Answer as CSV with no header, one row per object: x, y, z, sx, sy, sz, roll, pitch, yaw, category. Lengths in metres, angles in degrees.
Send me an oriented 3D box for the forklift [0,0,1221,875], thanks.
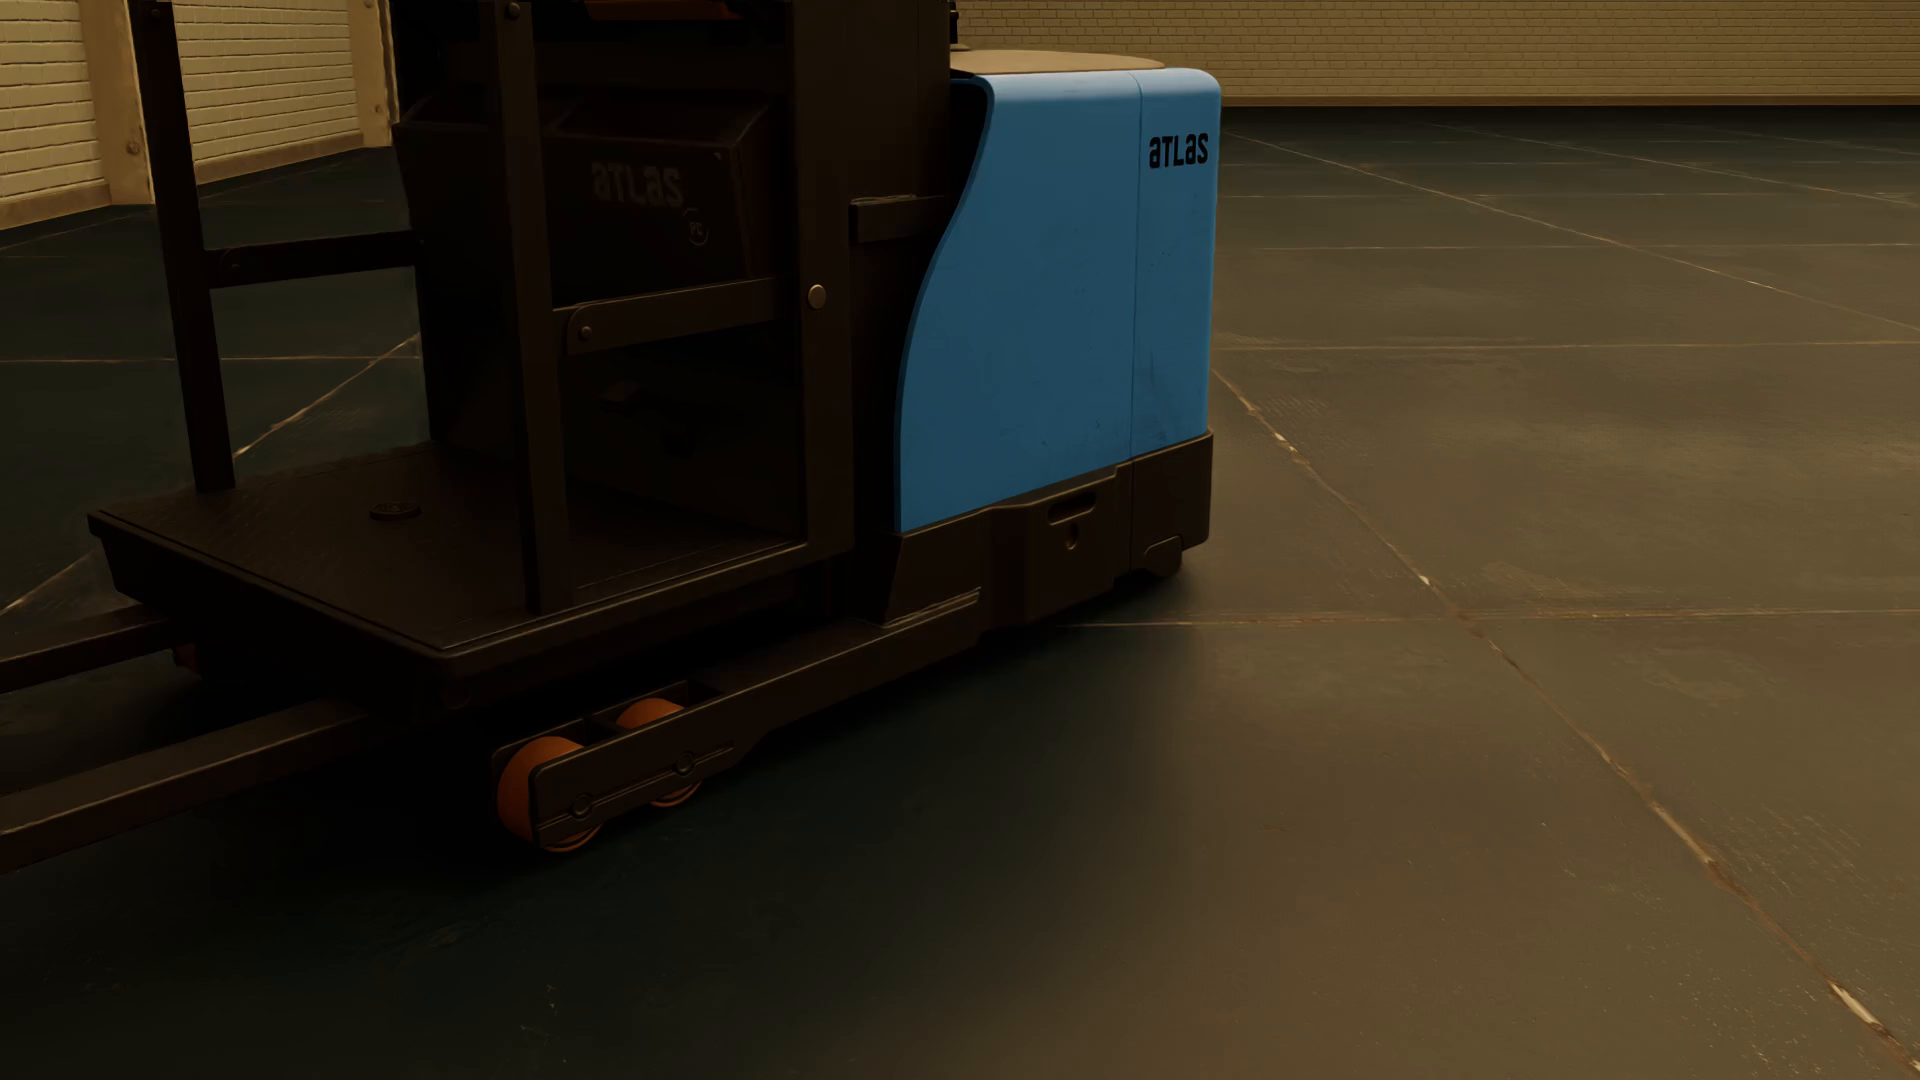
-0.786,-1.111,2.541,1.130,2.935,3.031,14,22,38,forklift
